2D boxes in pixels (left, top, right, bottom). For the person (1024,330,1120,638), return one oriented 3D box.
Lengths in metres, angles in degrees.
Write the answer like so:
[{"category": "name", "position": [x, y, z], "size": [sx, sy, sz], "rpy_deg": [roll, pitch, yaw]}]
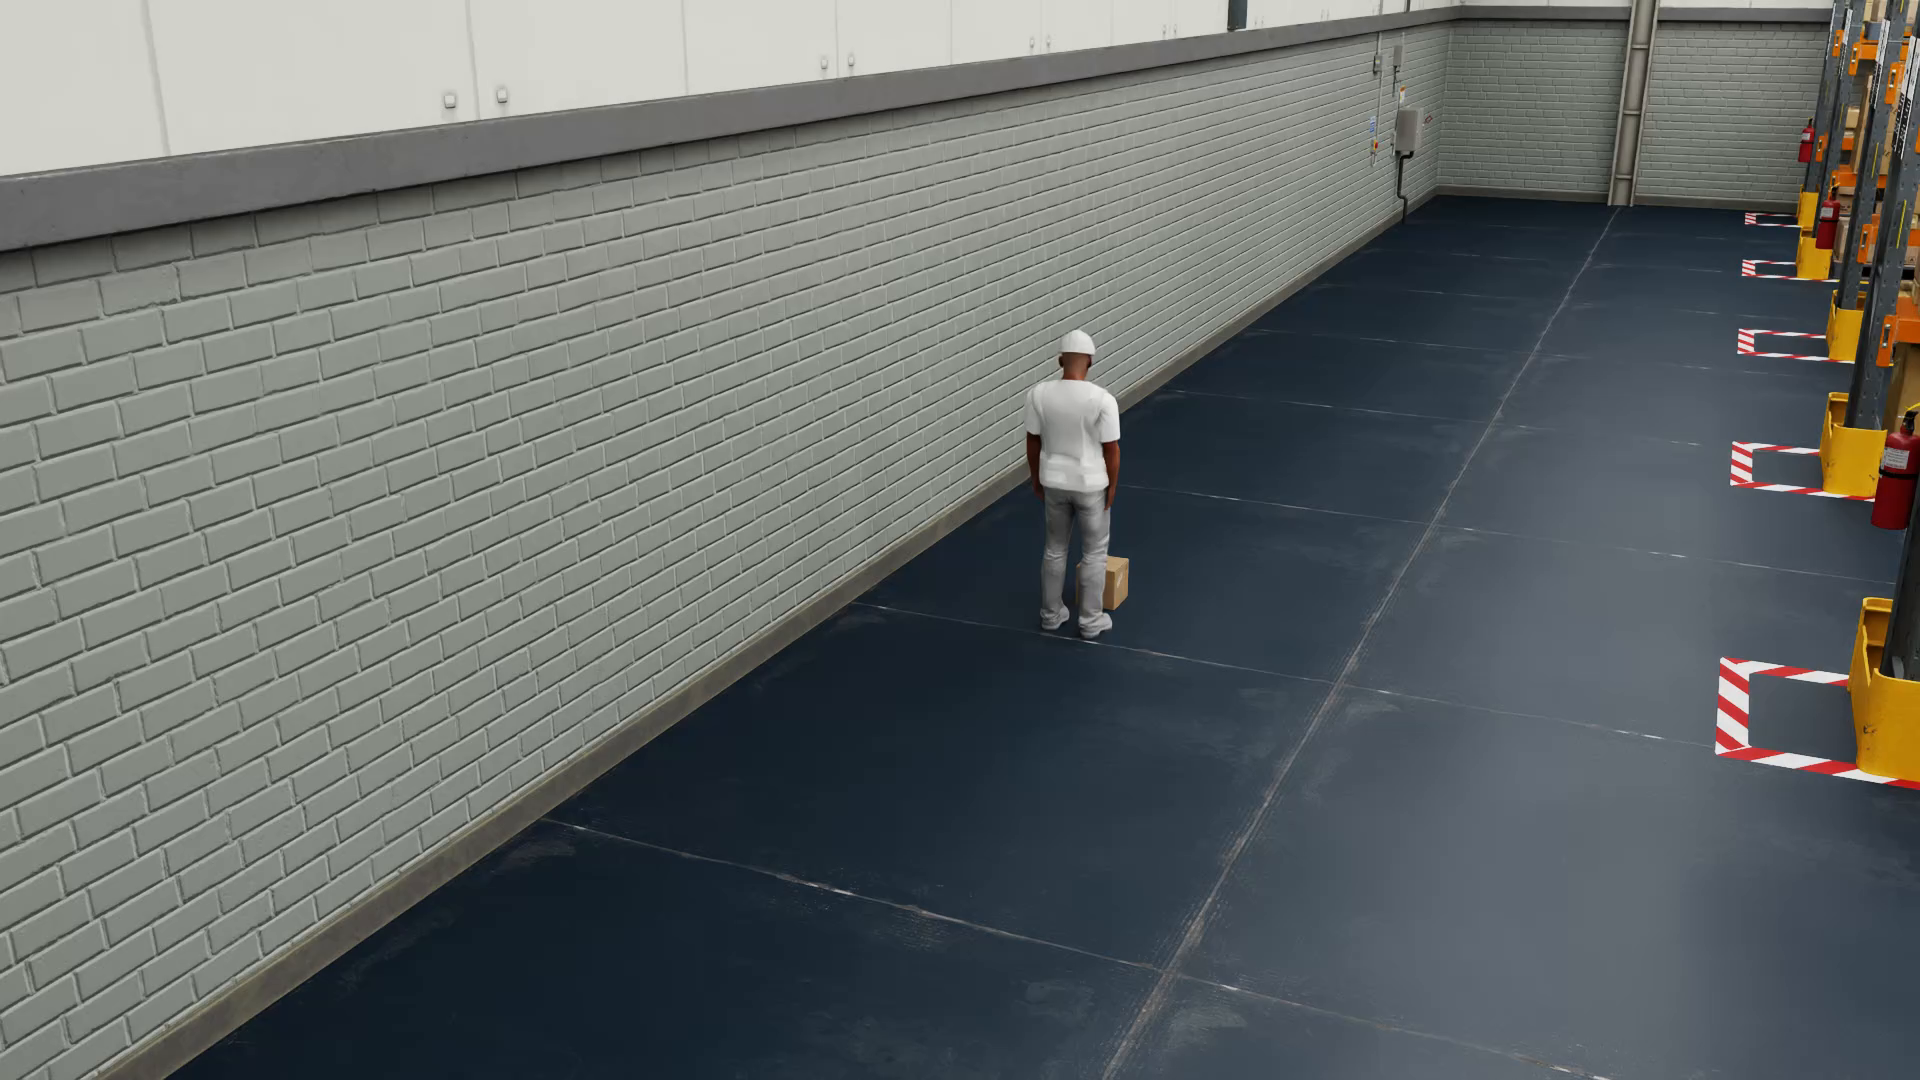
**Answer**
[{"category": "person", "position": [0.645, -0.323, 9.479], "size": [0.568, 1.759, 0.368], "rpy_deg": [9, 21, 24]}]
